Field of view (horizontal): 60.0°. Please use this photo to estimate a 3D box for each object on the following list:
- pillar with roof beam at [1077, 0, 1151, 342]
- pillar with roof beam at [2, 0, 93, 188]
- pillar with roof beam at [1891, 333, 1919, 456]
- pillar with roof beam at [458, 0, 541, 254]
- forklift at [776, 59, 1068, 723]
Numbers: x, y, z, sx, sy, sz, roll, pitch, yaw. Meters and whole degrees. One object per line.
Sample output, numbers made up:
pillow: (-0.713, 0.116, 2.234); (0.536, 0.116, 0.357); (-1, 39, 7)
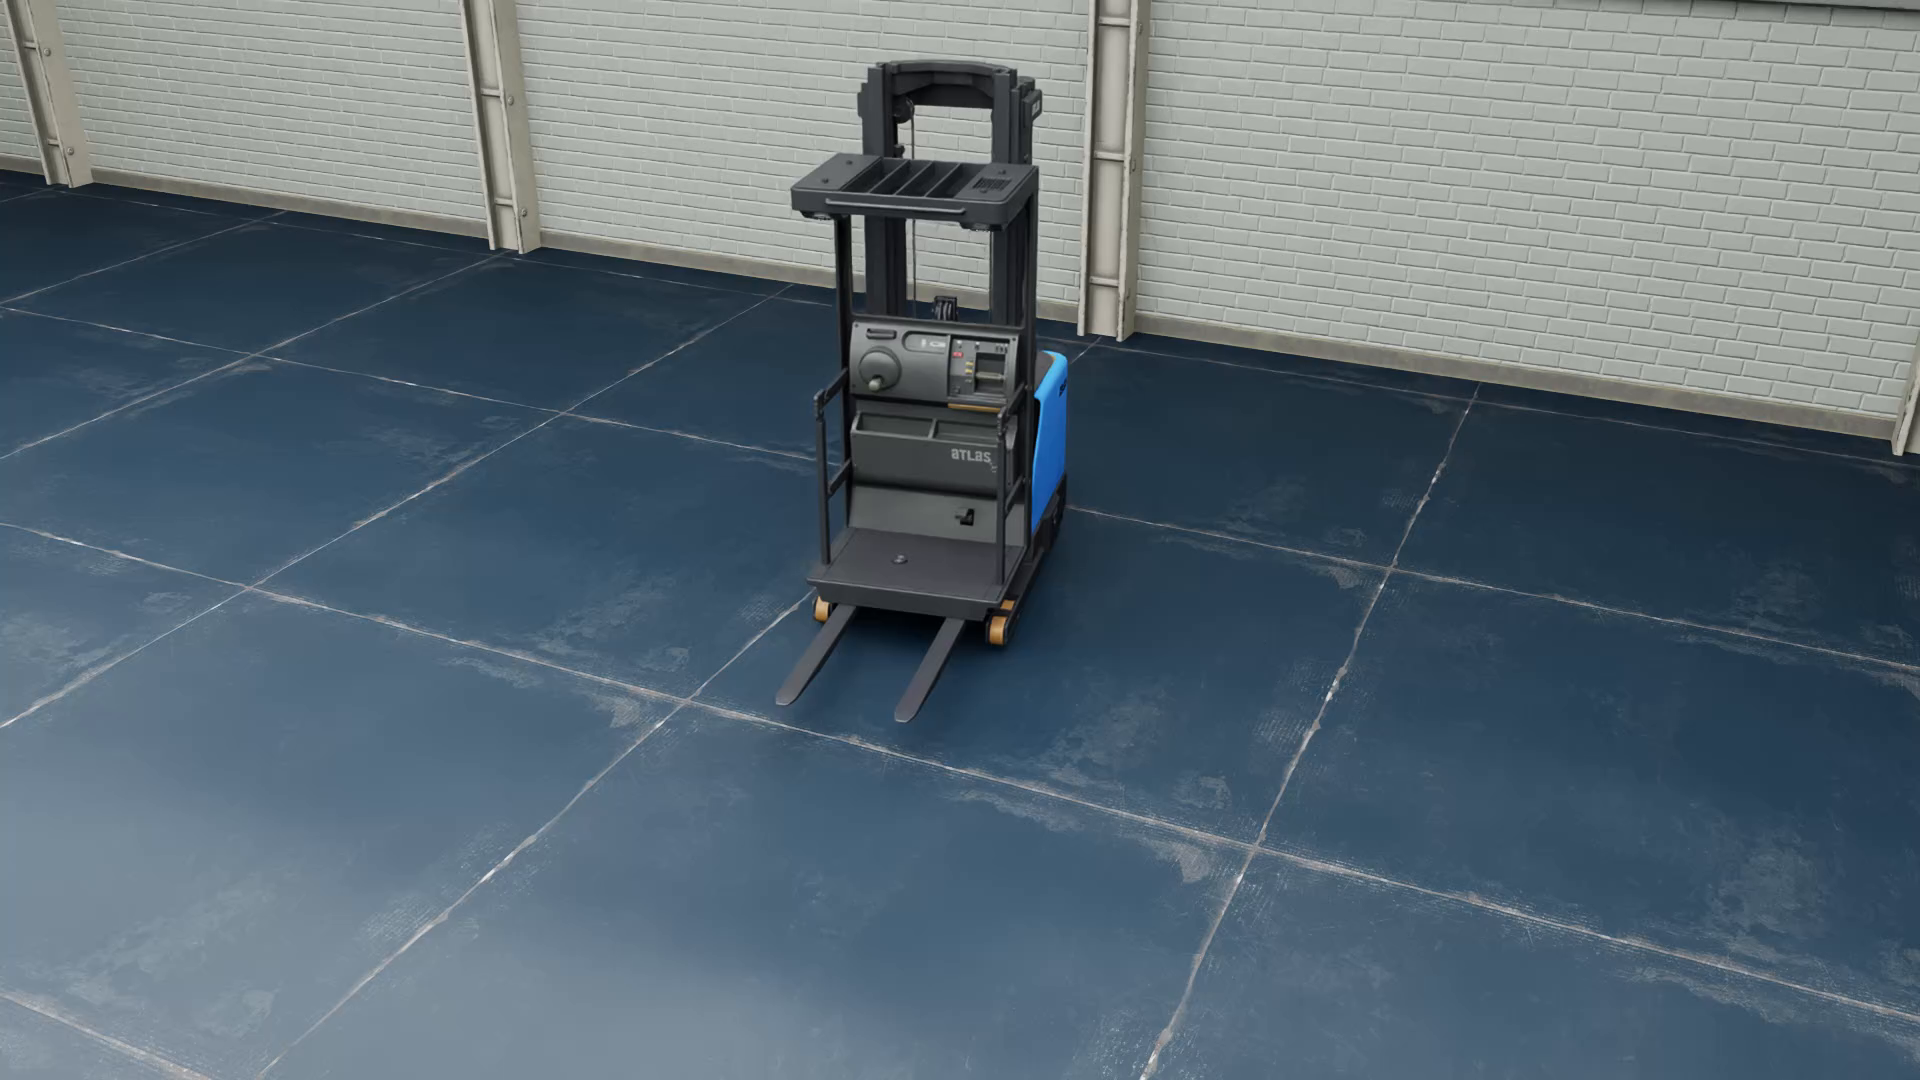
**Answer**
pillar with roof beam: (-0.576, -4.018, 8.224); (0.400, 9.000, 9.100); (11, 28, 22)
pillar with roof beam: (-11.499, -6.212, 12.680); (0.400, 9.000, 9.100); (11, 28, 22)
pillar with roof beam: (4.886, -2.921, 5.996); (0.400, 9.000, 9.100); (11, 28, 22)
pillar with roof beam: (-6.037, -5.115, 10.452); (0.400, 9.000, 9.100); (11, 28, 22)
forklift: (-0.196, -0.924, 8.809); (1.130, 2.935, 3.031); (7, 27, 13)
